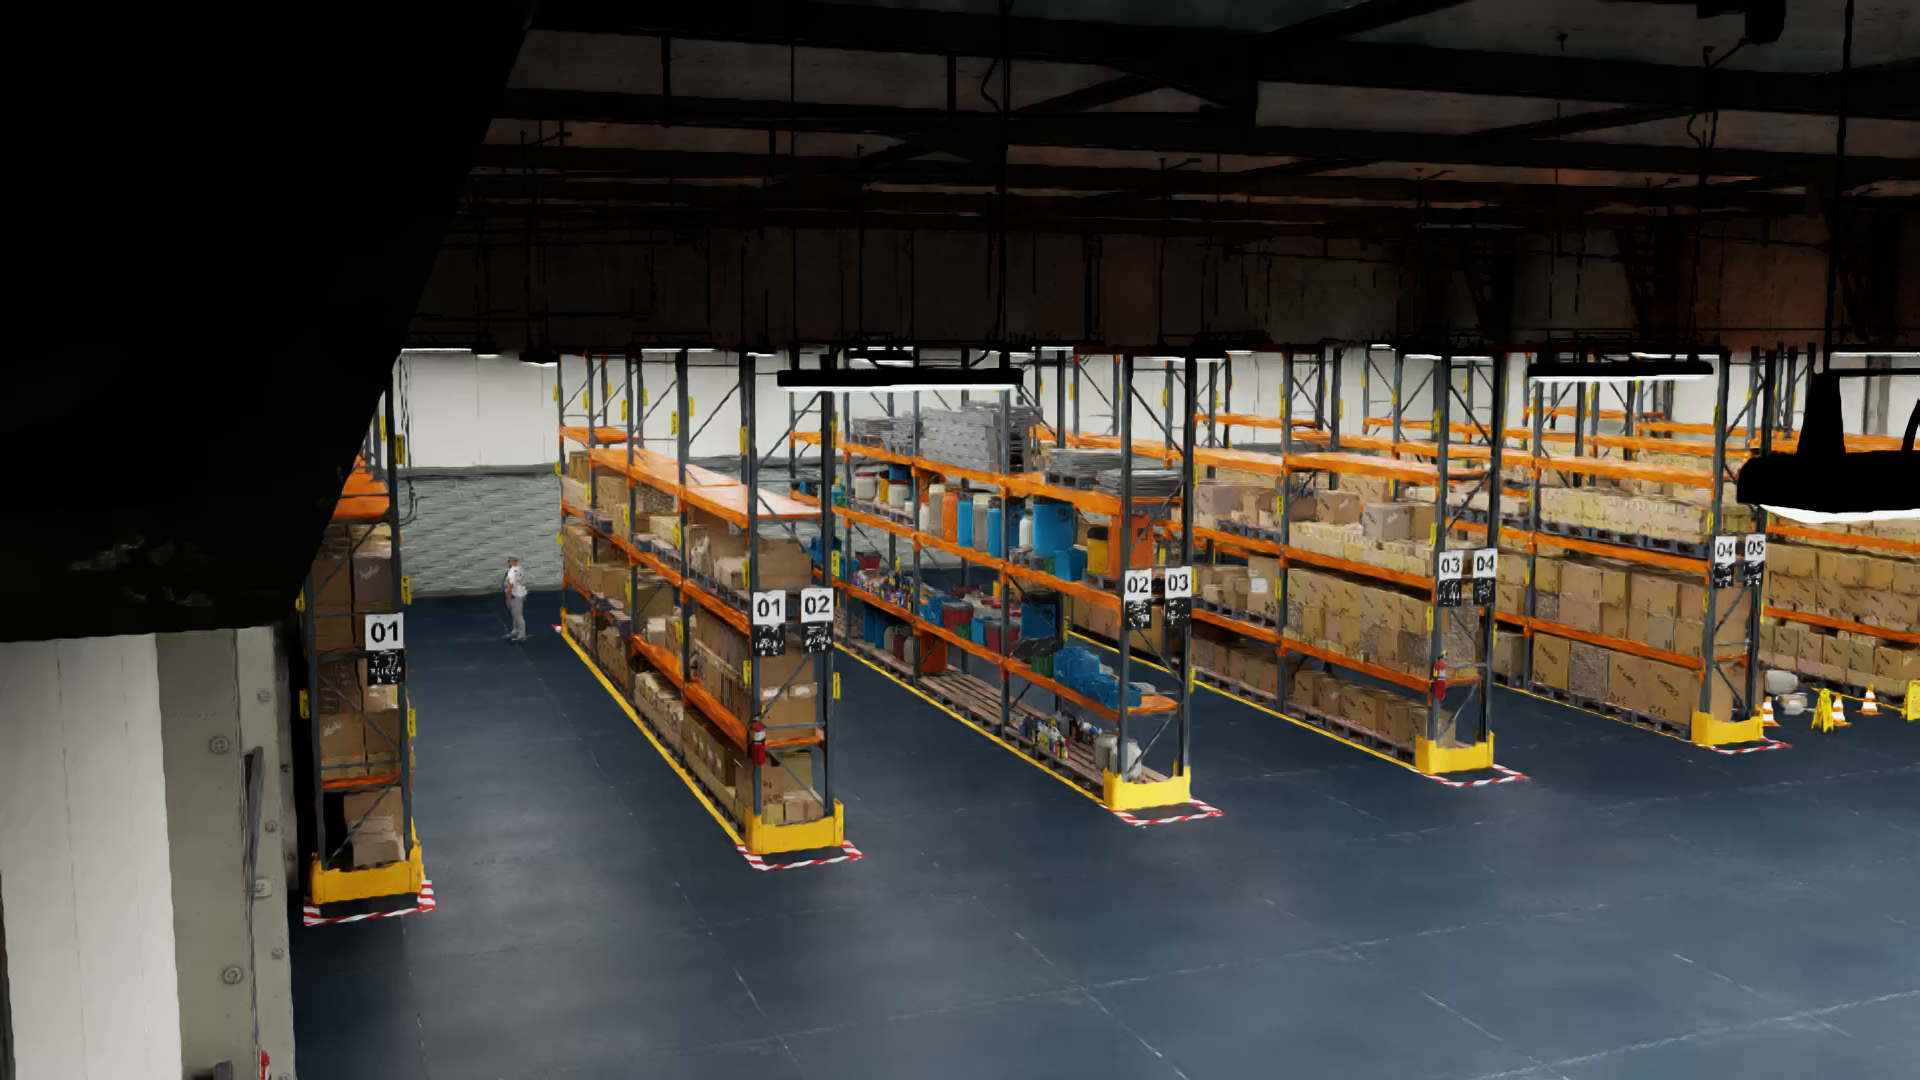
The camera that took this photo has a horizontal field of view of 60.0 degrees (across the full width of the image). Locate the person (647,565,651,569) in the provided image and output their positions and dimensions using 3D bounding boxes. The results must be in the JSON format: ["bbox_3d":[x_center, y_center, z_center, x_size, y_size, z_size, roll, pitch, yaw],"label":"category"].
[{"bbox_3d":[-6.662,0.873,36.023,0.469,1.812,0.568,-1,7,-9],"label":"person"}]

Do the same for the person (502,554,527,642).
[{"bbox_3d":[-9.076,1.158,33.826,0.580,1.746,0.654,1,7,5],"label":"person"}]
